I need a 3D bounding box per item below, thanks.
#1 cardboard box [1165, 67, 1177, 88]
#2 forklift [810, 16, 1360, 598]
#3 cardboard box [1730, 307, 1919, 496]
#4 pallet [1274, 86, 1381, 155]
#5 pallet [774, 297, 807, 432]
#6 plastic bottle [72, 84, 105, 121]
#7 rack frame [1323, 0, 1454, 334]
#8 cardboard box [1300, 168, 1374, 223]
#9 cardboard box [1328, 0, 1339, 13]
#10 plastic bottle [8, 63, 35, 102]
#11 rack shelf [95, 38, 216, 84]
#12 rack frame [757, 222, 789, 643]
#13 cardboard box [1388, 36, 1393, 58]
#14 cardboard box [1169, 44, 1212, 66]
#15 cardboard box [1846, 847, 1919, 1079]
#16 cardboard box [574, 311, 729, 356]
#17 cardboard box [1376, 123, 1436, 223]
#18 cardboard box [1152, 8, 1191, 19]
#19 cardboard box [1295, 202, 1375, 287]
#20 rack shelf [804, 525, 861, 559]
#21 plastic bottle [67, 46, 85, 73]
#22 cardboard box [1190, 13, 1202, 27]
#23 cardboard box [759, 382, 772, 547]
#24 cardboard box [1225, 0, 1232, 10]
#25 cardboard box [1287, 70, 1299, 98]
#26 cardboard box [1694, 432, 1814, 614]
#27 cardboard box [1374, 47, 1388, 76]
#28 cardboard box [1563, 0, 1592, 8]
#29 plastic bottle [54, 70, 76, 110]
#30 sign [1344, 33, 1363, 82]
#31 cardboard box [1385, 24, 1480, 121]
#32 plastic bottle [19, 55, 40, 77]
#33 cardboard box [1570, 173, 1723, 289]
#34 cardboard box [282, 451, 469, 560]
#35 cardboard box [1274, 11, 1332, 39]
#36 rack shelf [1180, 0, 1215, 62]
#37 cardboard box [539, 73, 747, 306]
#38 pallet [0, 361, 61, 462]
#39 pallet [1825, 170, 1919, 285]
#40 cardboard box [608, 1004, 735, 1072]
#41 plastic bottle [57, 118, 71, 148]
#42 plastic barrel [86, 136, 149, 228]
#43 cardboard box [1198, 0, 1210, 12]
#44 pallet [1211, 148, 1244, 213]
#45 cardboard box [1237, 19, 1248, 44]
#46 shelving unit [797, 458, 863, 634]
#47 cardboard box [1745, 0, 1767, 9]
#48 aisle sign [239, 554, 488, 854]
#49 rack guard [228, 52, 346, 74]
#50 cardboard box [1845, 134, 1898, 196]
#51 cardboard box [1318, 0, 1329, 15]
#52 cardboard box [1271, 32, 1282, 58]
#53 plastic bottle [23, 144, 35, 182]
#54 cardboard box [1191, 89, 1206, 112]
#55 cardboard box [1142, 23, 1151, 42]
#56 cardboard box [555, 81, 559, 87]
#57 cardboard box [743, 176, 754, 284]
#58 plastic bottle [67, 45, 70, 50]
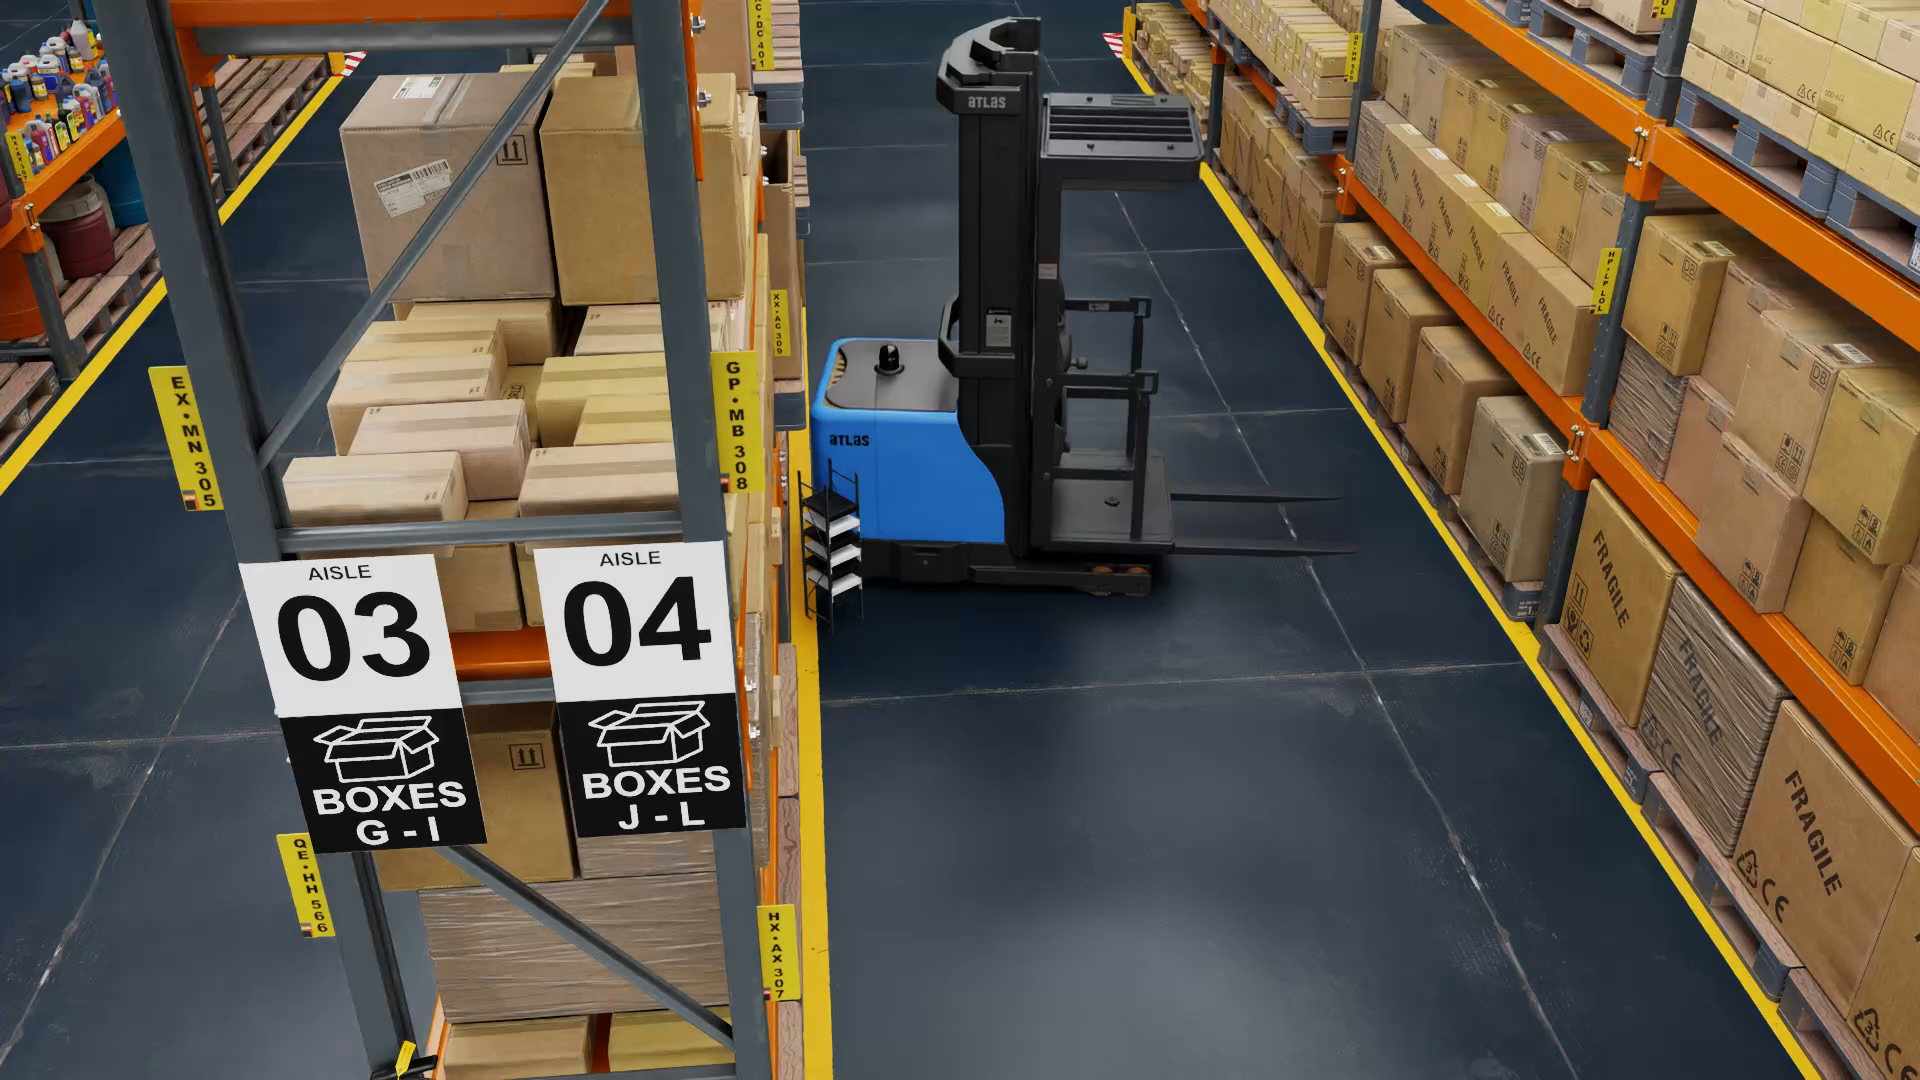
[{"bbox_3d":[2.338,-4.791,17.217,0.380,0.149,0.250,-3,31,-5],"label":"cardboard box"},{"bbox_3d":[0.725,-1.222,8.939,3.031,2.935,1.130,2,31,3],"label":"forklift"},{"bbox_3d":[3.652,-0.561,6.565,0.875,0.550,0.550,-3,31,-5],"label":"cardboard box"},{"bbox_3d":[3.025,-3.099,12.200,1.213,0.211,1.003,-3,31,-5],"label":"pallet"},{"bbox_3d":[-1.303,-0.909,8.534,1.003,0.211,1.213,-3,31,-5],"label":"pallet"},{"bbox_3d":[-6.530,-3.290,12.455,0.152,0.276,0.135,-3,31,-5],"label":"plastic bottle"},{"bbox_3d":[3.197,-2.822,11.551,1.000,3.000,0.127,-3,31,-5],"label":"rack frame"},{"bbox_3d":[2.872,-2.588,12.455,0.500,0.250,0.500,-3,31,-6],"label":"cardboard box"},{"bbox_3d":[3.176,-4.331,13.332,0.380,0.149,0.250,-4,31,-7],"label":"cardboard box"},{"bbox_3d":[-7.283,-3.542,12.877,0.152,0.276,0.135,-3,31,-5],"label":"plastic bottle"},{"bbox_3d":[-7.242,-5.154,16.155,1.077,0.370,4.000,-3,31,-5],"label":"rack shelf"},{"bbox_3d":[-1.377,-0.594,7.820,1.000,3.000,0.127,-3,31,-5],"label":"rack frame"},{"bbox_3d":[3.319,-3.533,11.995,0.380,0.149,0.250,-4,31,-6],"label":"cardboard box"},{"bbox_3d":[2.336,-4.908,16.833,0.380,0.149,0.250,-4,31,-6],"label":"cardboard box"},{"bbox_3d":[3.816,1.651,5.724,0.875,0.875,0.875,-3,31,-4],"label":"cardboard box"},{"bbox_3d":[-0.827,-0.501,4.496,0.380,0.149,0.250,-2,31,-3],"label":"cardboard box"},{"bbox_3d":[3.021,-2.364,10.685,0.500,0.500,0.500,-3,31,-5],"label":"cardboard box"},{"bbox_3d":[2.306,-5.700,18.158,0.380,0.149,0.250,-2,31,-4],"label":"cardboard box"},{"bbox_3d":[2.875,-2.253,12.625,0.500,0.500,0.500,-3,31,-5],"label":"cardboard box"},{"bbox_3d":[-0.683,-0.012,8.783,0.200,0.077,0.258,-25,39,-35],"label":"rack shelf"},{"bbox_3d":[-7.235,-3.930,13.599,0.097,0.201,0.097,0,31,0],"label":"plastic bottle"},{"bbox_3d":[2.718,-5.729,18.208,0.380,0.149,0.250,-2,31,-4],"label":"cardboard box"},{"bbox_3d":[-0.924,-0.212,5.817,0.500,0.500,0.500,-3,31,-5],"label":"cardboard box"},{"bbox_3d":[2.453,-4.578,14.035,0.380,0.149,0.250,-2,31,-3],"label":"cardboard box"},{"bbox_3d":[2.648,-3.383,12.324,0.380,0.149,0.250,-2,31,-4],"label":"cardboard box"},{"bbox_3d":[3.625,-0.096,6.839,0.875,0.550,0.550,-3,31,-5],"label":"cardboard box"},{"bbox_3d":[3.296,-3.553,12.320,0.380,0.149,0.250,-4,31,-6],"label":"cardboard box"},{"bbox_3d":[3.237,-2.847,8.305,0.500,0.250,0.500,-3,31,-5],"label":"cardboard box"},{"bbox_3d":[-6.680,-3.328,12.445,0.144,0.351,0.185,-3,31,-5],"label":"plastic bottle"},{"bbox_3d":[2.658,-3.255,11.222,0.100,0.325,0.005,-3,31,-5],"label":"sign"},{"bbox_3d":[3.229,-3.065,10.884,0.700,0.500,0.500,-3,31,-5],"label":"cardboard box"},{"bbox_3d":[-7.305,-3.661,13.075,0.152,0.276,0.135,-3,31,-5],"label":"plastic bottle"},{"bbox_3d":[3.519,-1.506,8.273,0.700,0.500,0.500,-3,31,-5],"label":"cardboard box"},{"bbox_3d":[-1.340,-0.073,3.780,0.380,0.149,0.250,-3,31,-5],"label":"cardboard box"},{"bbox_3d":[2.604,-3.900,12.610,0.380,0.149,0.250,-3,31,-5],"label":"cardboard box"},{"bbox_3d":[2.637,-5.577,16.864,1.077,0.370,4.000,-3,31,-5],"label":"rack shelf"},{"bbox_3d":[-0.873,-0.996,4.692,0.500,0.500,0.500,-3,31,-5],"label":"cardboard box"},{"bbox_3d":[-6.648,-0.805,10.892,1.003,0.211,1.213,-3,31,-5],"label":"pallet"},{"bbox_3d":[3.748,-0.990,5.645,1.003,0.211,1.213,-3,31,-5],"label":"pallet"},{"bbox_3d":[-0.792,1.399,4.728,0.380,0.149,0.250,-3,31,-5],"label":"cardboard box"},{"bbox_3d":[-6.440,-2.915,11.899,0.097,0.201,0.097,0,31,0],"label":"plastic bottle"},{"bbox_3d":[-6.955,-3.081,13.620,0.600,0.901,0.708,-3,31,-5],"label":"plastic barrel"},{"bbox_3d":[2.431,-5.018,15.471,0.380,0.149,0.250,-4,31,-6],"label":"cardboard box"},{"bbox_3d":[2.898,-3.270,15.019,1.003,0.211,1.213,-3,31,-5],"label":"pallet"},{"bbox_3d":[2.500,-4.187,13.670,0.380,0.149,0.250,-4,31,-7],"label":"cardboard box"},{"bbox_3d":[-0.683,0.036,8.812,0.210,0.900,0.258,-25,39,-35],"label":"shelving unit"},{"bbox_3d":[3.292,-2.193,6.532,0.380,0.149,0.250,-3,31,-5],"label":"cardboard box"},{"bbox_3d":[-1.296,0.378,3.657,0.394,0.787,0.004,-3,31,-5],"label":"aisle sign"},{"bbox_3d":[-7.444,-5.422,18.340,1.175,0.500,0.348,-3,31,-5],"label":"rack guard"},{"bbox_3d":[3.387,-1.331,5.867,0.380,0.149,0.250,-3,31,-5],"label":"cardboard box"},{"bbox_3d":[3.156,-4.338,13.633,0.380,0.149,0.250,-4,31,-7],"label":"cardboard box"},{"bbox_3d":[2.600,-3.778,12.696,0.380,0.149,0.250,-3,31,-5],"label":"cardboard box"},{"bbox_3d":[-6.400,-2.582,11.269,0.152,0.276,0.135,-3,31,-5],"label":"plastic bottle"},{"bbox_3d":[2.440,-4.232,15.991,0.380,0.149,0.250,-4,31,-7],"label":"cardboard box"},{"bbox_3d":[2.213,-5.569,18.229,0.380,0.149,0.250,-3,31,-5],"label":"cardboard box"},{"bbox_3d":[-1.560,-1.675,6.462,0.380,0.149,0.250,-4,31,-7],"label":"cardboard box"},{"bbox_3d":[-0.983,-1.070,5.838,0.500,0.250,0.500,-3,31,-5],"label":"cardboard box"},{"bbox_3d":[-7.405,-4.022,13.753,0.097,0.201,0.097,0,31,0],"label":"plastic bottle"}]
